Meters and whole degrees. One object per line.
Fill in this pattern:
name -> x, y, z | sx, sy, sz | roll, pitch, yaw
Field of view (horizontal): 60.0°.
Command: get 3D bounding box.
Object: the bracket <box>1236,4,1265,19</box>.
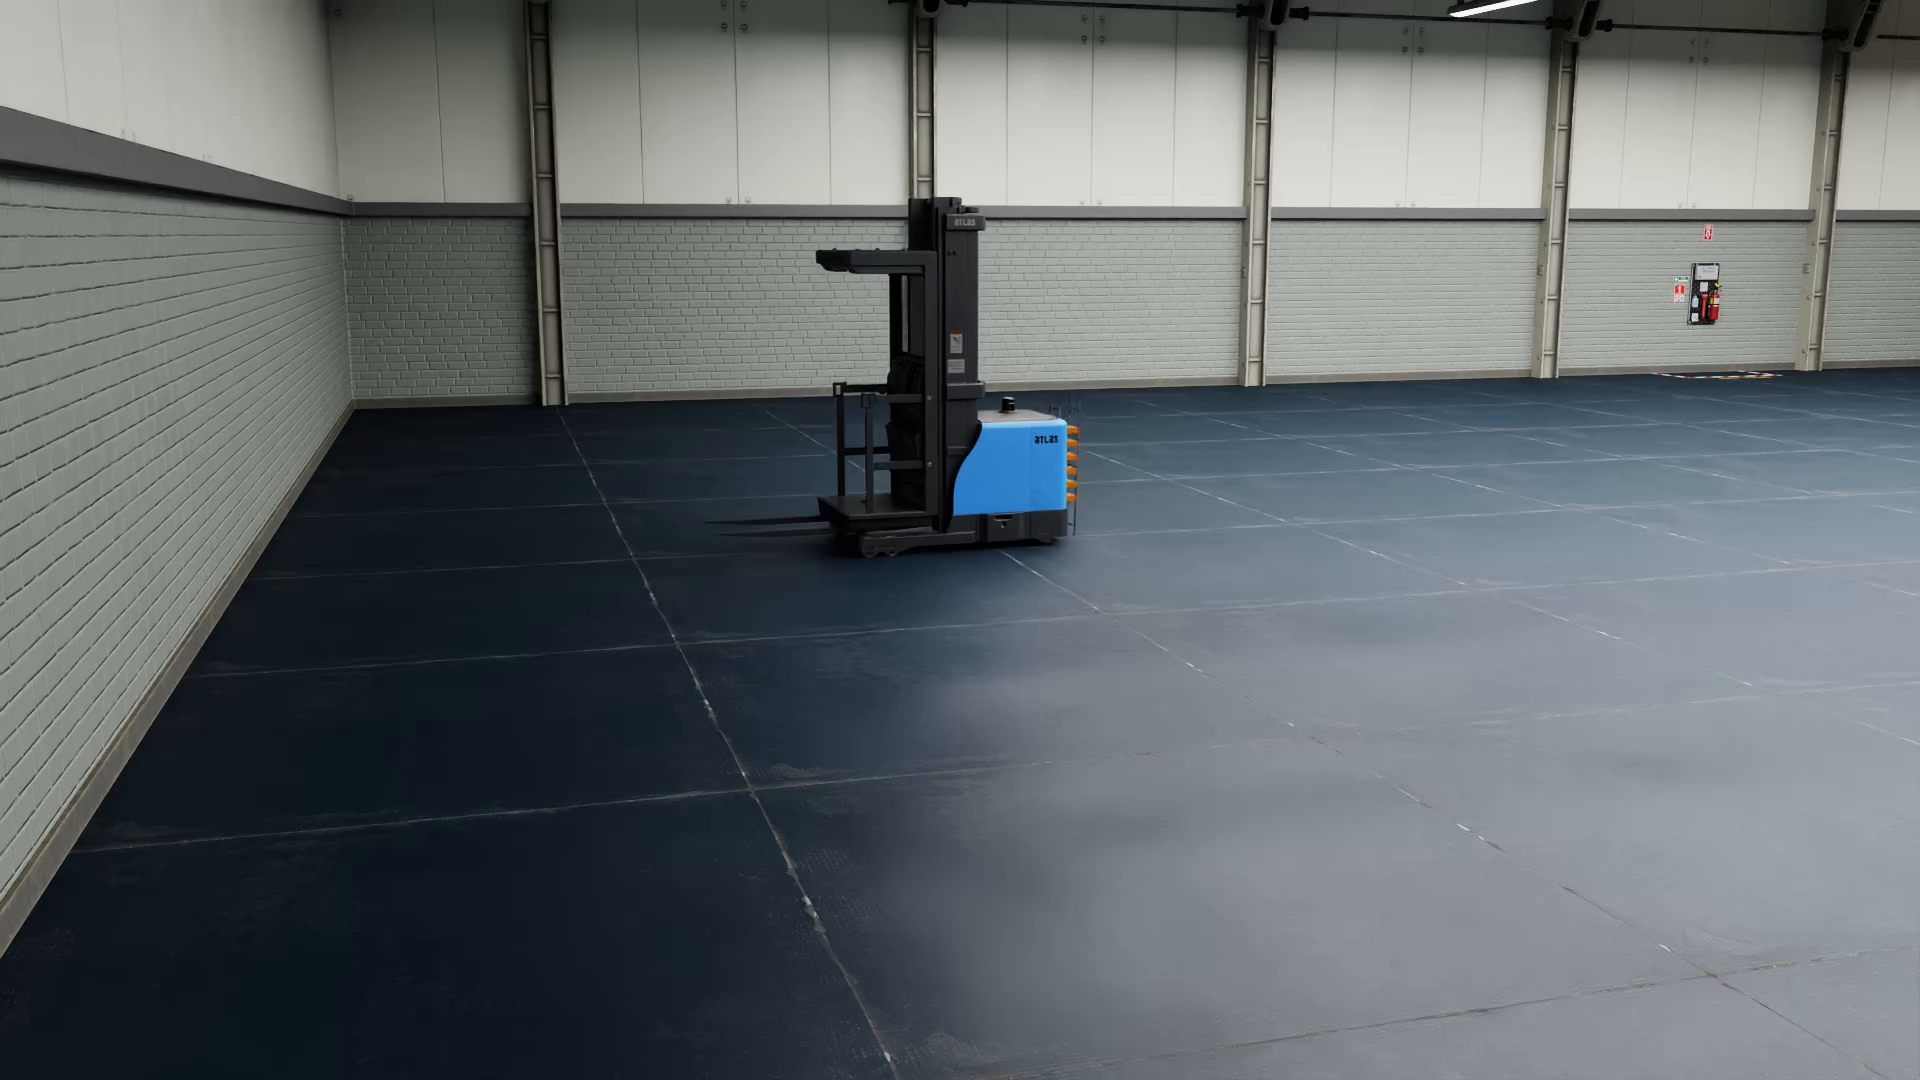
bracket -> 4.858, -8.852, 27.835 | 0.430, 0.232, 0.235 | -3, 11, -16

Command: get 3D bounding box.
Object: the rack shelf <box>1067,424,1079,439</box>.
rack shelf -> 0.918, -0.958, 14.680 | 0.180, 0.103, 0.258 | -2, 10, -18

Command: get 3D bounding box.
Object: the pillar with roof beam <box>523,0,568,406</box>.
pillar with roof beam -> -5.161, -5.809, 21.247 | 0.548, 9.000, 9.100 | -3, 11, -16

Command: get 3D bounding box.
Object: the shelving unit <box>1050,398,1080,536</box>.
shelving unit -> 0.910, -0.647, 14.734 | 0.189, 1.200, 0.258 | -2, 10, -18

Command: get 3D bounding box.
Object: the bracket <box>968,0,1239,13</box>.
bracket -> 2.368, -8.721, 27.123 | 4.783, 0.066, 0.076 | -3, 11, -16

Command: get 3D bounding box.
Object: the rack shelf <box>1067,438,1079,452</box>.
rack shelf -> 0.915, -0.840, 14.700 | 0.180, 0.103, 0.258 | -2, 10, -18

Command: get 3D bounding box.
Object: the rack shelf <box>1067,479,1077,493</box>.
rack shelf -> 0.906, -0.485, 14.763 | 0.180, 0.103, 0.258 | -2, 10, -18

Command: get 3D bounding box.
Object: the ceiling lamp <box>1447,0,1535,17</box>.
ceiling lamp -> 7.479, -9.222, 23.666 | 0.800, 3.185, 2.000 | -3, 11, -16

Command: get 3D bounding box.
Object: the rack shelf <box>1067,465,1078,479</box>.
rack shelf -> 0.909, -0.603, 14.742 | 0.180, 0.103, 0.258 | -2, 10, -18

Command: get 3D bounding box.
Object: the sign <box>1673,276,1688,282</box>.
sign -> 13.743, -4.970, 31.696 | 0.331, 0.109, 0.001 | -3, 11, -16

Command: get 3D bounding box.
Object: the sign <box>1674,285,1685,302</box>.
sign -> 13.736, -4.711, 31.751 | 0.234, 0.329, 0.001 | -3, 11, -16

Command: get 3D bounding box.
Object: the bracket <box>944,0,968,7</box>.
bracket -> -0.106, -8.591, 26.414 | 0.430, 0.232, 0.235 | -3, 11, -16

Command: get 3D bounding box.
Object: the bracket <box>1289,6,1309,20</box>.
bracket -> 5.655, -8.894, 28.064 | 0.430, 0.232, 0.235 | -3, 11, -16

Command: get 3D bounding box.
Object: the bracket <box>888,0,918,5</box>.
bracket -> -0.903, -8.549, 26.186 | 0.430, 0.232, 0.235 | -3, 11, -16

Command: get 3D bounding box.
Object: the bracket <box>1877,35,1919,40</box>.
bracket -> 19.650, -9.632, 32.070 | 4.783, 0.066, 0.076 | -3, 11, -16

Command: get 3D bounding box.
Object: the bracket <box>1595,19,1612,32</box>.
bracket -> 11.416, -9.198, 29.713 | 0.430, 0.232, 0.235 | -3, 11, -16

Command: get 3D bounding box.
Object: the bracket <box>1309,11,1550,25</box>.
bracket -> 8.129, -9.025, 28.772 | 4.783, 0.066, 0.076 | -3, 11, -16

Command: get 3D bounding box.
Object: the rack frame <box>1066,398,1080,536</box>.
rack frame -> 0.997, -0.650, 14.763 | 0.006, 1.200, 0.240 | -2, 10, -18

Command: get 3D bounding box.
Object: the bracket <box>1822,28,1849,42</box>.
bracket -> 16.380, -9.460, 31.134 | 0.430, 0.232, 0.235 | -3, 11, -16

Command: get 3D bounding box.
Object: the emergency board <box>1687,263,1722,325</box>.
emergency board -> 14.295, -4.703, 31.809 | 0.643, 1.169, 0.194 | -3, 11, -16

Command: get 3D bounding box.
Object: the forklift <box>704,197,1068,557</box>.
forklift -> -0.644, -1.408, 14.099 | 3.031, 2.935, 1.130 | -3, 11, -18

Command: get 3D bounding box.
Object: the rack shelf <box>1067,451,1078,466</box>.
rack shelf -> 0.912, -0.722, 14.721 | 0.180, 0.103, 0.258 | -2, 10, -18

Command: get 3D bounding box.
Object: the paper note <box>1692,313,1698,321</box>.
paper note -> 14.106, -4.273, 31.905 | 0.142, 0.148, 0.016 | -3, 11, -16

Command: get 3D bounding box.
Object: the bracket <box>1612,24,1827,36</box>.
bracket -> 13.889, -9.328, 30.421 | 4.783, 0.066, 0.076 | -3, 11, -16

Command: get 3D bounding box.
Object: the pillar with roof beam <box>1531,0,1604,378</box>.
pillar with roof beam -> 12.121, -6.720, 26.195 | 0.548, 9.000, 9.100 | -3, 11, -16

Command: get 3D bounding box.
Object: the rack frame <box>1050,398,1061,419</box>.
rack frame -> 0.823, -0.644, 14.705 | 0.006, 1.200, 0.240 | -2, 10, -18

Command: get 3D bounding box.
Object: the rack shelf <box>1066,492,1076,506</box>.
rack shelf -> 0.903, -0.367, 14.783 | 0.180, 0.103, 0.258 | -2, 10, -18

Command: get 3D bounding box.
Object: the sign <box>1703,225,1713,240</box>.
sign -> 14.260, -5.860, 31.691 | 0.199, 0.298, 0.001 | -3, 11, -16

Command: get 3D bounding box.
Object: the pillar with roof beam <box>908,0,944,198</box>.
pillar with roof beam -> 0.599, -6.113, 22.896 | 0.548, 9.000, 9.100 | -3, 11, -16

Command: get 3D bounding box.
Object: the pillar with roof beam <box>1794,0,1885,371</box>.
pillar with roof beam -> 17.882, -7.024, 27.844 | 0.548, 9.000, 9.100 | -3, 11, -16

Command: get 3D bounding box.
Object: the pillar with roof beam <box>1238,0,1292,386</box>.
pillar with roof beam -> 6.360, -6.416, 24.546 | 0.548, 9.000, 9.100 | -3, 11, -16

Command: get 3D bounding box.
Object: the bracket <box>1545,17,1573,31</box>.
bracket -> 10.619, -9.156, 29.485 | 0.430, 0.232, 0.235 | -3, 11, -16
